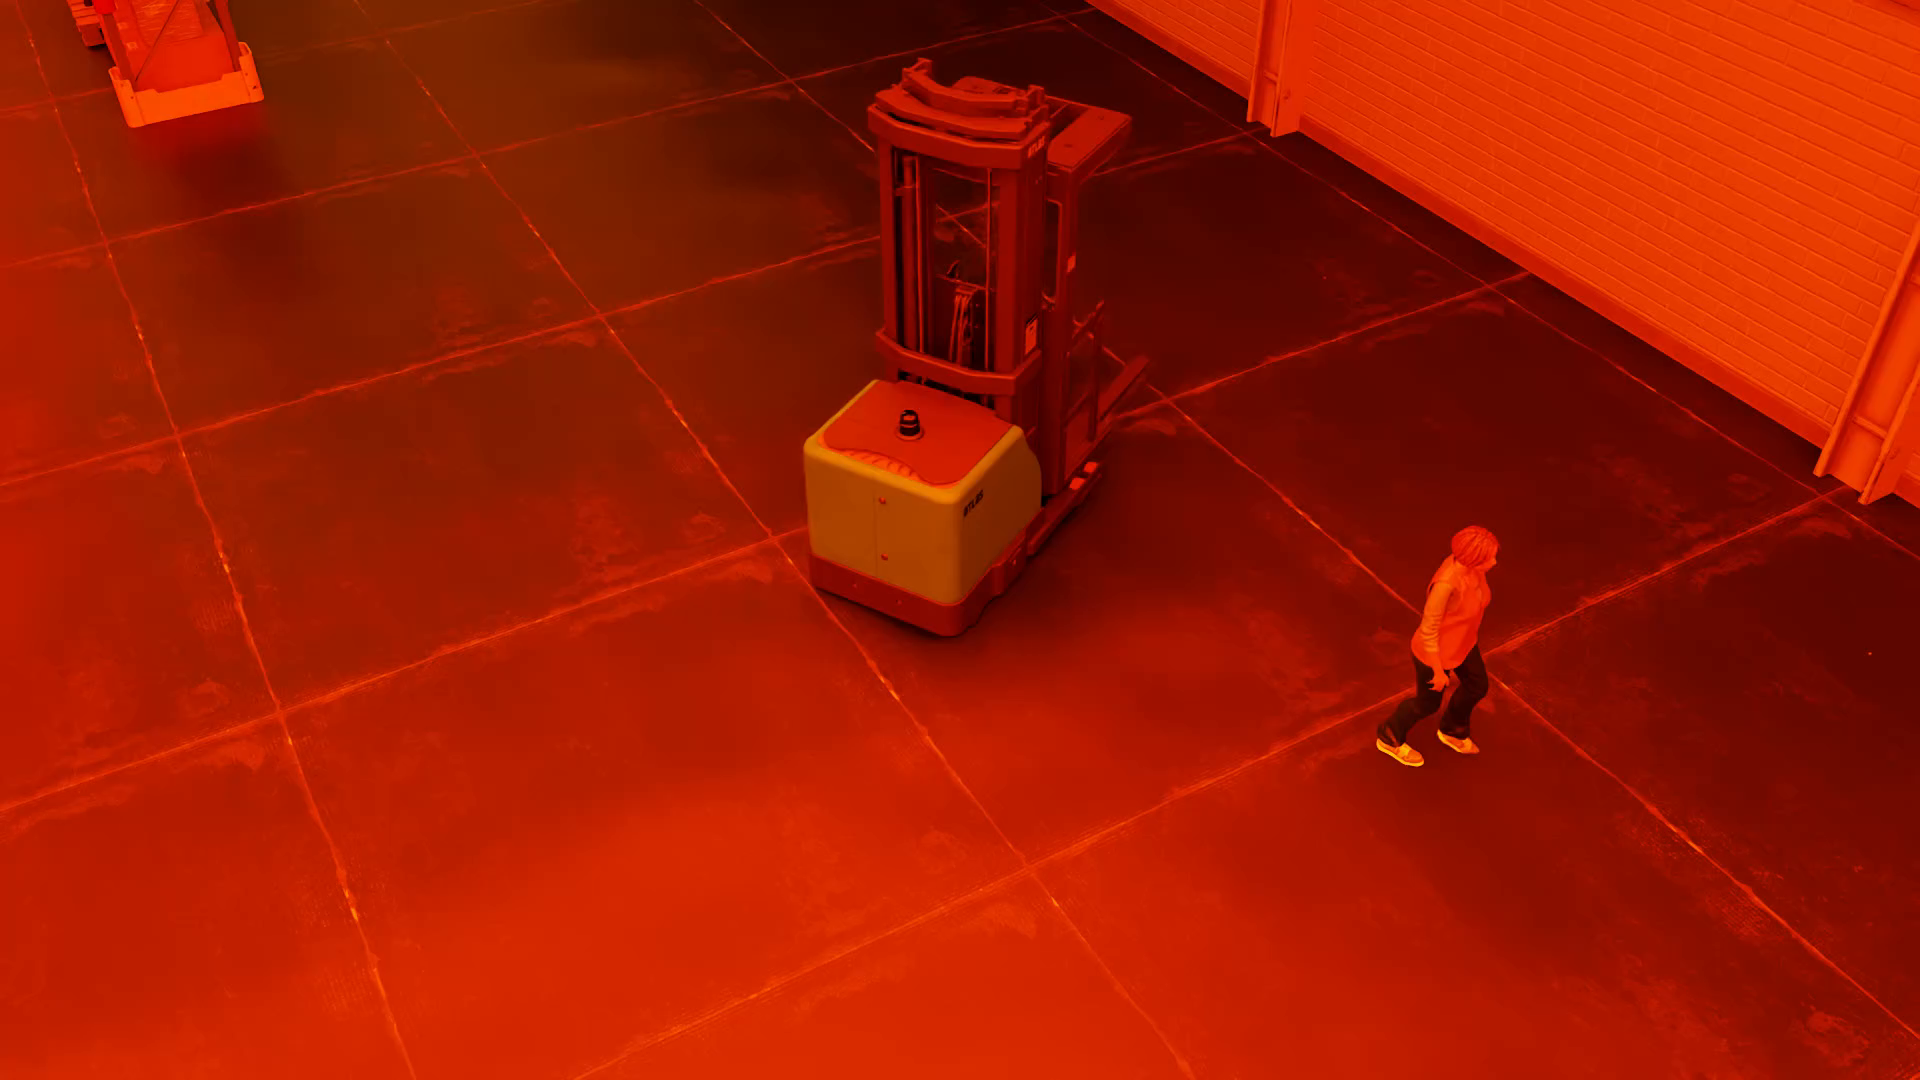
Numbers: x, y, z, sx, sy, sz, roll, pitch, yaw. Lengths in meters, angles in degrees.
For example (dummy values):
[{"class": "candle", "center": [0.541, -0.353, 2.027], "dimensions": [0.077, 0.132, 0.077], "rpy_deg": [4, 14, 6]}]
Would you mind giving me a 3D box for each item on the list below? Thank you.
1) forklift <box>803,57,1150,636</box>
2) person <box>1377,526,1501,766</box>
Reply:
[{"class": "forklift", "center": [0.273, -1.497, 9.842], "dimensions": [1.130, 2.935, 3.031], "rpy_deg": [20, 44, 23]}, {"class": "person", "center": [2.475, 0.572, 8.449], "dimensions": [0.490, 1.627, 0.514], "rpy_deg": [27, 47, 29]}]
